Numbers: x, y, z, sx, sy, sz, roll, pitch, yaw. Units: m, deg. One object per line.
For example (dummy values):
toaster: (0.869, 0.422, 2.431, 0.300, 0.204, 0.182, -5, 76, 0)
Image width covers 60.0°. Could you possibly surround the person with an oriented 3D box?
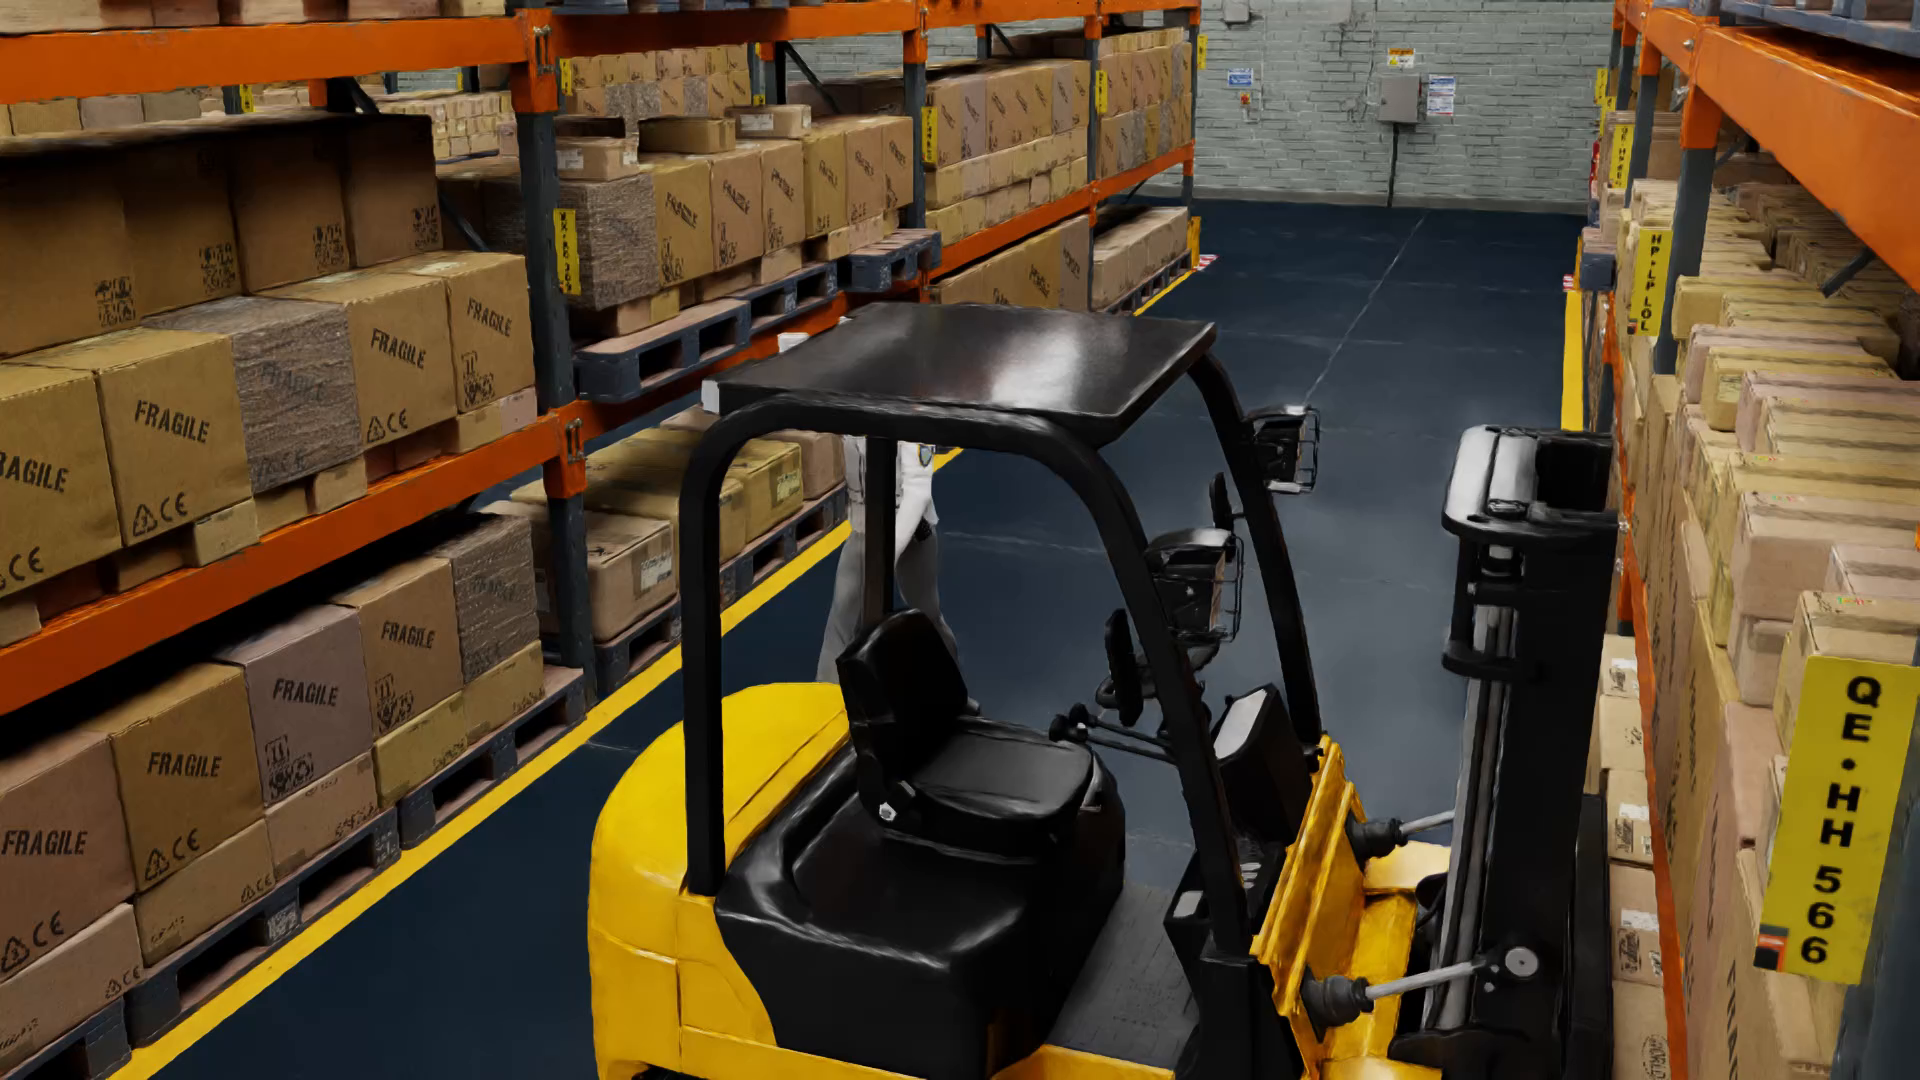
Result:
person: (-0.341, 0.003, 6.475, 0.870, 1.656, 0.529, -18, 26, -42)
